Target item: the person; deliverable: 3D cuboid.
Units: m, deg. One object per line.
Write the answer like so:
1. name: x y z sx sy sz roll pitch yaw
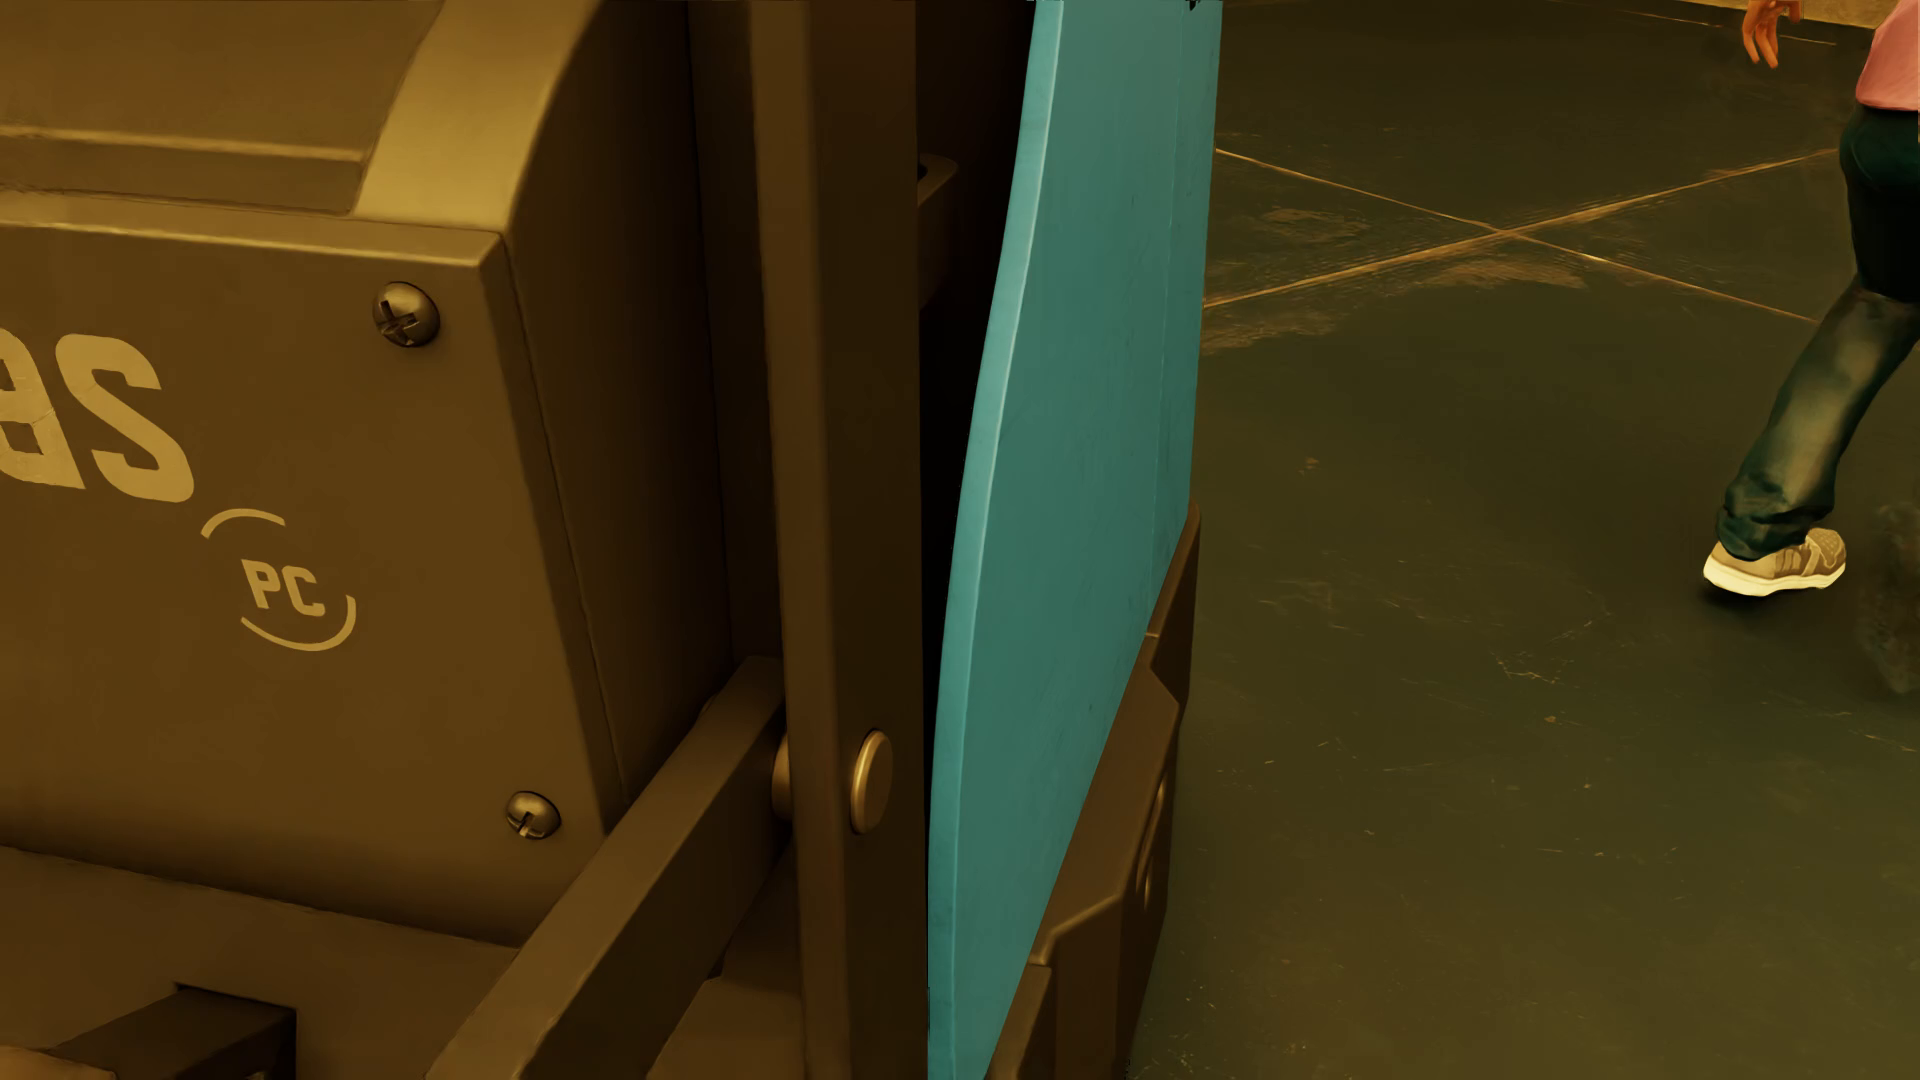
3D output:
1. person: 1.323 -0.511 1.971 0.822 1.422 0.477 17 31 31

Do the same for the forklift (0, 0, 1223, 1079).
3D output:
1. forklift: -0.619 -0.511 0.249 1.130 2.935 3.031 7 28 14
